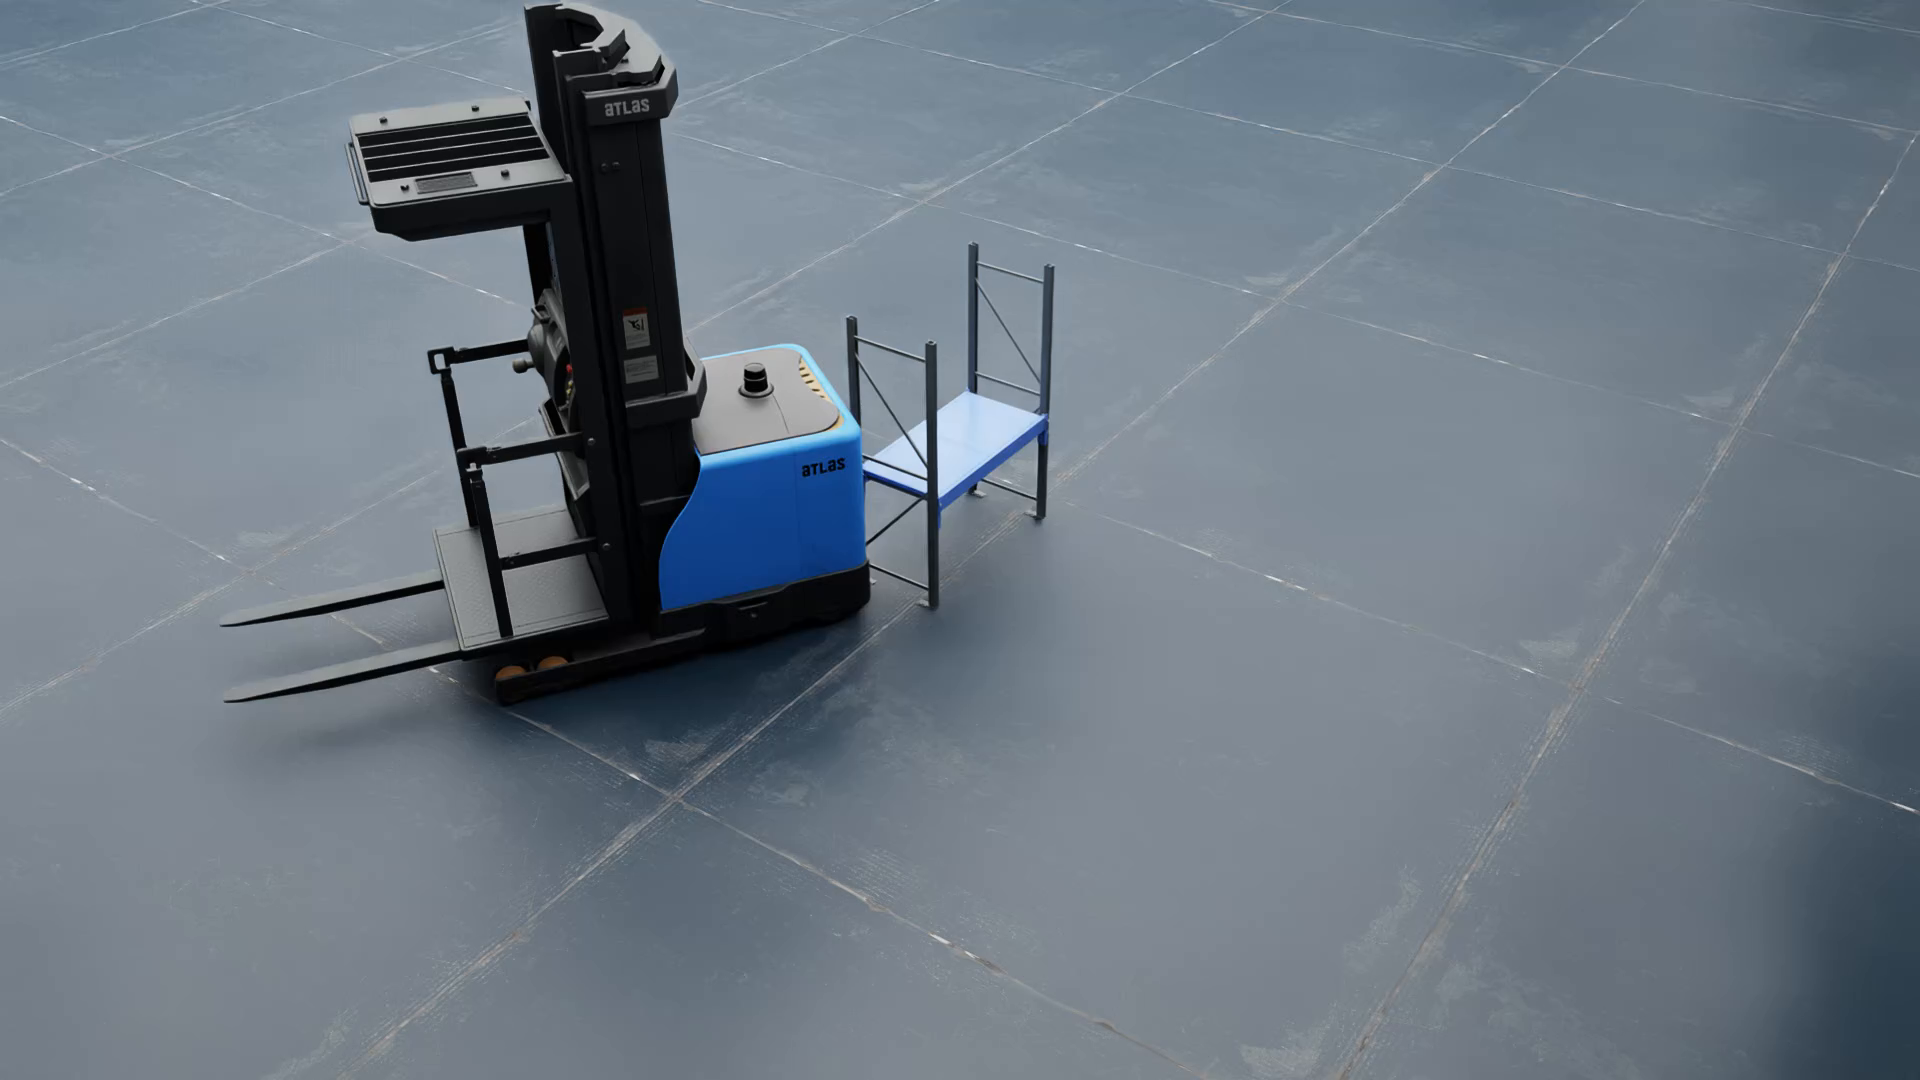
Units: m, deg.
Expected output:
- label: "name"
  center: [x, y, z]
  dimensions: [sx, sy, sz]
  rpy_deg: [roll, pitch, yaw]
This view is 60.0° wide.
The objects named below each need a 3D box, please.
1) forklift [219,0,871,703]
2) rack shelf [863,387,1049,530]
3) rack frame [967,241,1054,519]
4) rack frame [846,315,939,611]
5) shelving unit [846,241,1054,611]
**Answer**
- label: "forklift"
  center: [-2.020, -0.793, 7.481]
  dimensions: [3.031, 2.935, 1.130]
  rpy_deg: [-13, 36, -18]
- label: "rack shelf"
  center: [-0.032, -0.437, 8.554]
  dimensions: [0.538, 0.185, 1.000]
  rpy_deg: [21, 39, 28]
- label: "rack frame"
  center: [0.256, -0.821, 8.800]
  dimensions: [0.500, 1.500, 0.032]
  rpy_deg: [21, 39, 28]
- label: "rack frame"
  center: [-0.321, -0.352, 8.107]
  dimensions: [0.500, 1.500, 0.032]
  rpy_deg: [21, 39, 28]
- label: "shelving unit"
  center: [-0.032, -0.586, 8.454]
  dimensions: [0.538, 1.500, 1.048]
  rpy_deg: [21, 39, 28]
